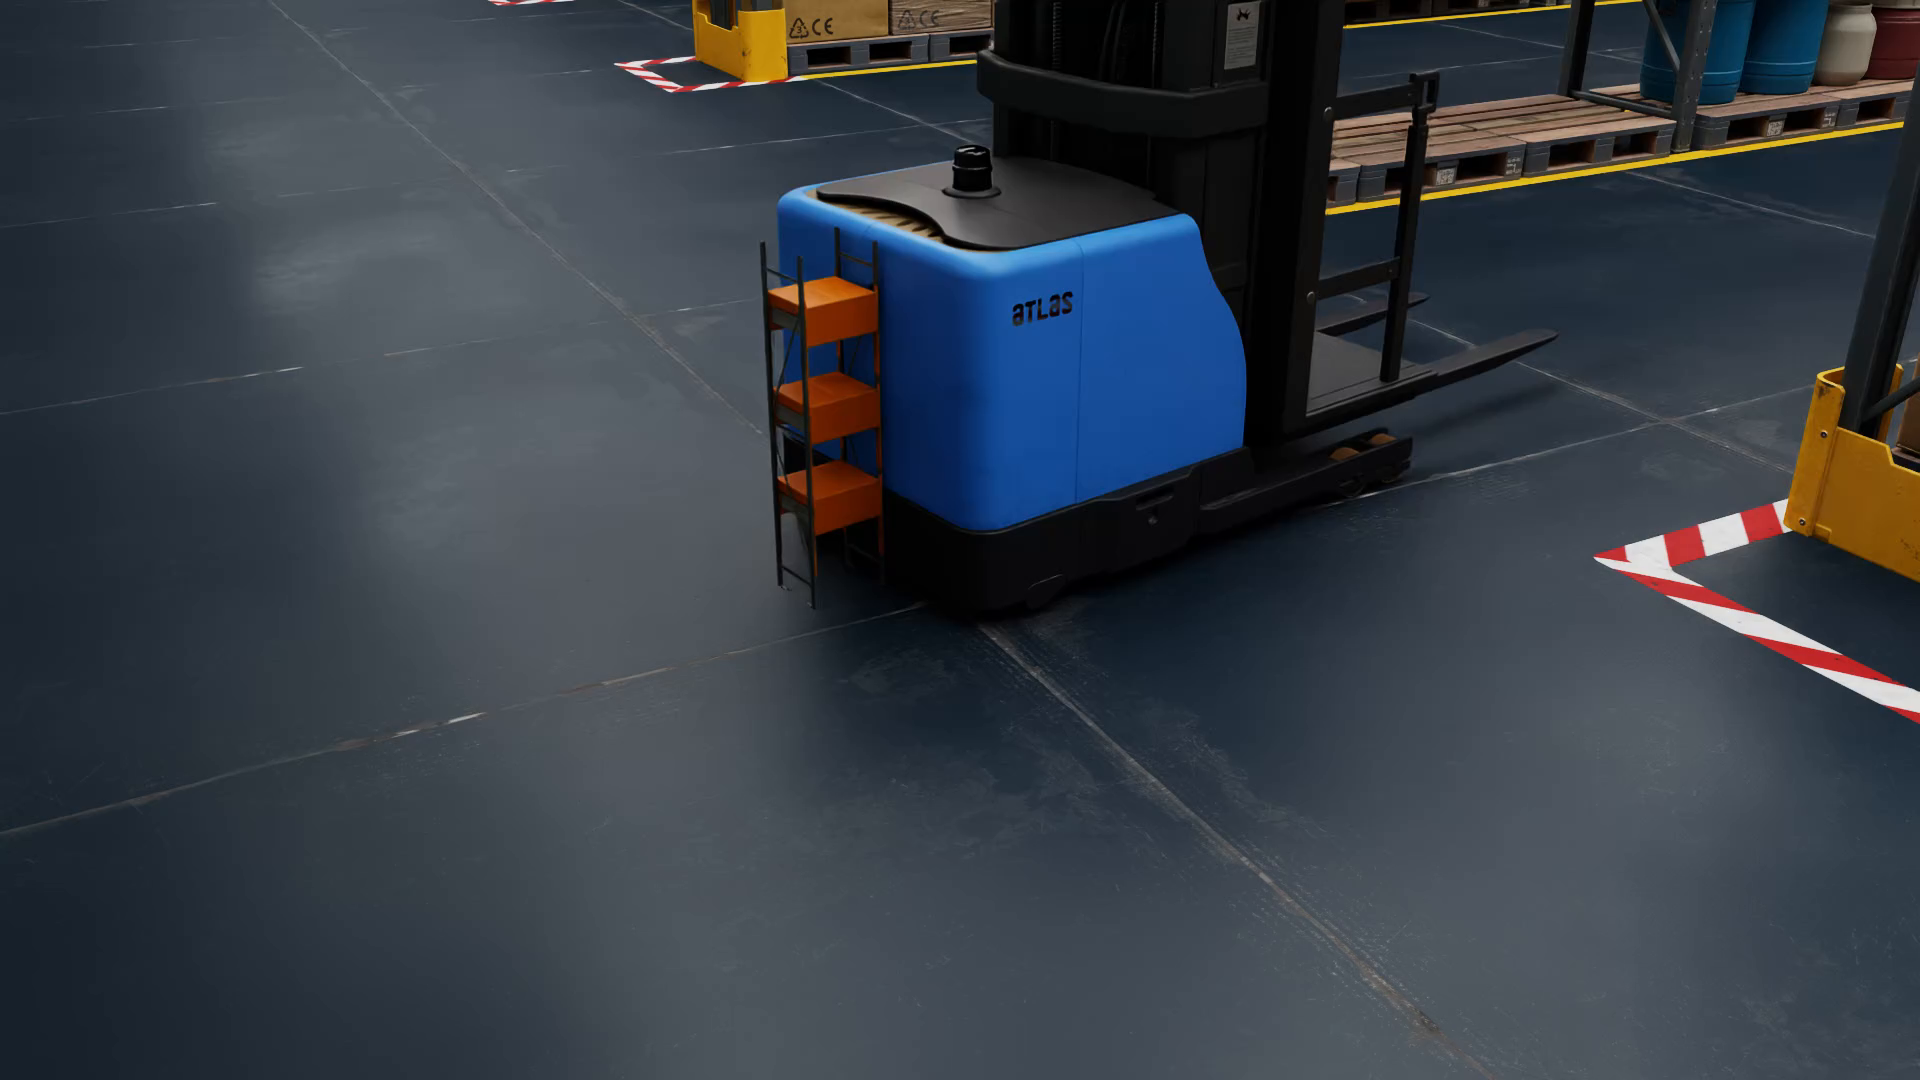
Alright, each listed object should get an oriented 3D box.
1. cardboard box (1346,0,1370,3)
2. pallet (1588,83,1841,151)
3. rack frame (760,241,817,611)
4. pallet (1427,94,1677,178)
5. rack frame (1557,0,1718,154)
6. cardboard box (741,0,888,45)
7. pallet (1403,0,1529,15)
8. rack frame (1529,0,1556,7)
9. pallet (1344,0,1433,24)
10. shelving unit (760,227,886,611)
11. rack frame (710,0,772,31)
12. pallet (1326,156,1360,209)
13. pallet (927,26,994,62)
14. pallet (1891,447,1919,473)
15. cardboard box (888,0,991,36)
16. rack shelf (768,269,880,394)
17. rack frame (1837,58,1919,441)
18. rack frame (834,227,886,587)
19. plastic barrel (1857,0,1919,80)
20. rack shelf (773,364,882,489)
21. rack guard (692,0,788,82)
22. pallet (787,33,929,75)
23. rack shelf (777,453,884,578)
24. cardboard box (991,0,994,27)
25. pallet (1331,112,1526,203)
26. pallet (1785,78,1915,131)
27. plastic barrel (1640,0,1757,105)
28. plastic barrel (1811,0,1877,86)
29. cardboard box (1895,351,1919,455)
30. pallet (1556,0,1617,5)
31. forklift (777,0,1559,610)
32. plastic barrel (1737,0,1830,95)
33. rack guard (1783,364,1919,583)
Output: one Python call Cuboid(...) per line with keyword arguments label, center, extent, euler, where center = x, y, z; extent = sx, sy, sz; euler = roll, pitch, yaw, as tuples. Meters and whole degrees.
Cuboid(label="cardboard box", center=(3.203, -5.357, 14.912), extent=(0.875, 0.875, 1.225), euler=(-14, 29, -27))
Cuboid(label="pallet", center=(4.891, -2.798, 10.833), extent=(1.213, 0.211, 1.003), euler=(-13, 29, -25))
Cuboid(label="rack frame", center=(-0.479, -0.303, 4.668), extent=(0.008, 1.050, 0.200), euler=(-19, 31, -34))
Cuboid(label="pallet", center=(3.560, -2.492, 10.197), extent=(1.213, 0.211, 1.003), euler=(-13, 29, -25))
Cuboid(label="rack frame", center=(4.190, -3.914, 9.936), extent=(0.127, 3.000, 1.000), euler=(-13, 29, -25))
Cuboid(label="cardboard box", center=(-1.143, -4.383, 12.883), extent=(0.875, 0.875, 0.875), euler=(-13, 29, -25))
Cuboid(label="pallet", center=(4.658, -5.231, 15.901), extent=(1.213, 0.211, 1.003), euler=(-13, 29, -25))
Cuboid(label="rack frame", center=(5.389, -6.620, 15.572), extent=(0.127, 3.000, 1.000), euler=(-13, 29, -25))
Cuboid(label="pallet", center=(3.583, -4.984, 15.387), extent=(1.213, 0.211, 1.003), euler=(-13, 29, -25))
Cuboid(label="shelving unit", center=(-0.383, -0.336, 4.736), extent=(0.252, 1.050, 0.215), euler=(-19, 31, -34))
Cuboid(label="rack frame", center=(-1.670, -4.991, 12.179), extent=(0.127, 3.000, 1.000), euler=(-13, 29, -25))
Cuboid(label="pallet", center=(1.407, -1.995, 9.161), extent=(1.213, 0.211, 1.003), euler=(-13, 29, -25))
Cuboid(label="pallet", center=(0.074, -4.173, 13.698), extent=(1.213, 0.211, 1.003), euler=(-13, 29, -25))
Cuboid(label="pallet", center=(3.759, -0.128, 5.272), extent=(1.213, 0.211, 1.003), euler=(-13, 29, -25))
Cuboid(label="cardboard box", center=(-0.340, -4.568, 13.269), extent=(0.875, 0.875, 0.875), euler=(-13, 29, -25))
Cuboid(label="rack shelf", center=(-0.383, -0.582, 4.618), extent=(0.240, 0.259, 0.215), euler=(-19, 31, -34))
Cuboid(label="rack frame", center=(2.989, -1.207, 4.297), extent=(0.127, 3.000, 1.000), euler=(-13, 29, -25))
Cuboid(label="rack frame", center=(-0.287, -0.368, 4.804), extent=(0.008, 1.050, 0.200), euler=(-19, 31, -34))
Cuboid(label="plastic barrel", center=(6.300, -3.494, 11.363), extent=(0.708, 0.588, 0.600), euler=(-13, 29, -25))
Cuboid(label="rack shelf", center=(-0.383, -0.326, 4.741), extent=(0.240, 0.259, 0.215), euler=(-19, 31, -34))
Cuboid(label="rack guard", center=(-1.691, -3.859, 12.710), extent=(0.348, 0.500, 1.175), euler=(-13, 29, -25))
Cuboid(label="pallet", center=(-1.001, -3.926, 13.184), extent=(1.213, 0.211, 1.003), euler=(-13, 29, -25))
Cuboid(label="rack shelf", center=(-0.383, -0.076, 4.861), extent=(0.240, 0.259, 0.215), euler=(-19, 31, -34))
Cuboid(label="cardboard box", center=(0.446, -4.750, 13.646), extent=(0.875, 0.875, 0.875), euler=(-13, 29, -25))
Cuboid(label="pallet", center=(2.482, -2.242, 9.675), extent=(1.213, 0.211, 1.003), euler=(-13, 29, -25))
Cuboid(label="pallet", center=(5.969, -3.048, 11.355), extent=(1.213, 0.211, 1.003), euler=(-13, 29, -25))
Cuboid(label="plastic barrel", center=(4.678, -3.261, 10.516), extent=(0.708, 0.901, 0.600), euler=(-13, 29, -25))
Cuboid(label="plastic barrel", center=(5.844, -3.311, 11.069), extent=(0.421, 0.512, 0.421), euler=(0, 26, 0))
Cuboid(label="cardboard box", center=(3.352, -0.483, 5.170), extent=(0.500, 0.500, 0.500), euler=(-13, 29, -25))
Cuboid(label="pallet", center=(6.079, -5.521, 16.506), extent=(1.213, 0.211, 1.003), euler=(-13, 29, -25))
Cuboid(label="forklift", center=(0.911, -1.623, 5.244), extent=(3.031, 2.935, 1.130), euler=(-19, 31, -34))
Cuboid(label="plastic barrel", center=(5.303, -3.406, 10.817), extent=(0.708, 0.901, 0.600), euler=(-13, 29, -25))
Cuboid(label="rack guard", center=(3.056, -0.095, 4.871), extent=(0.348, 0.500, 1.175), euler=(-13, 29, -25))
